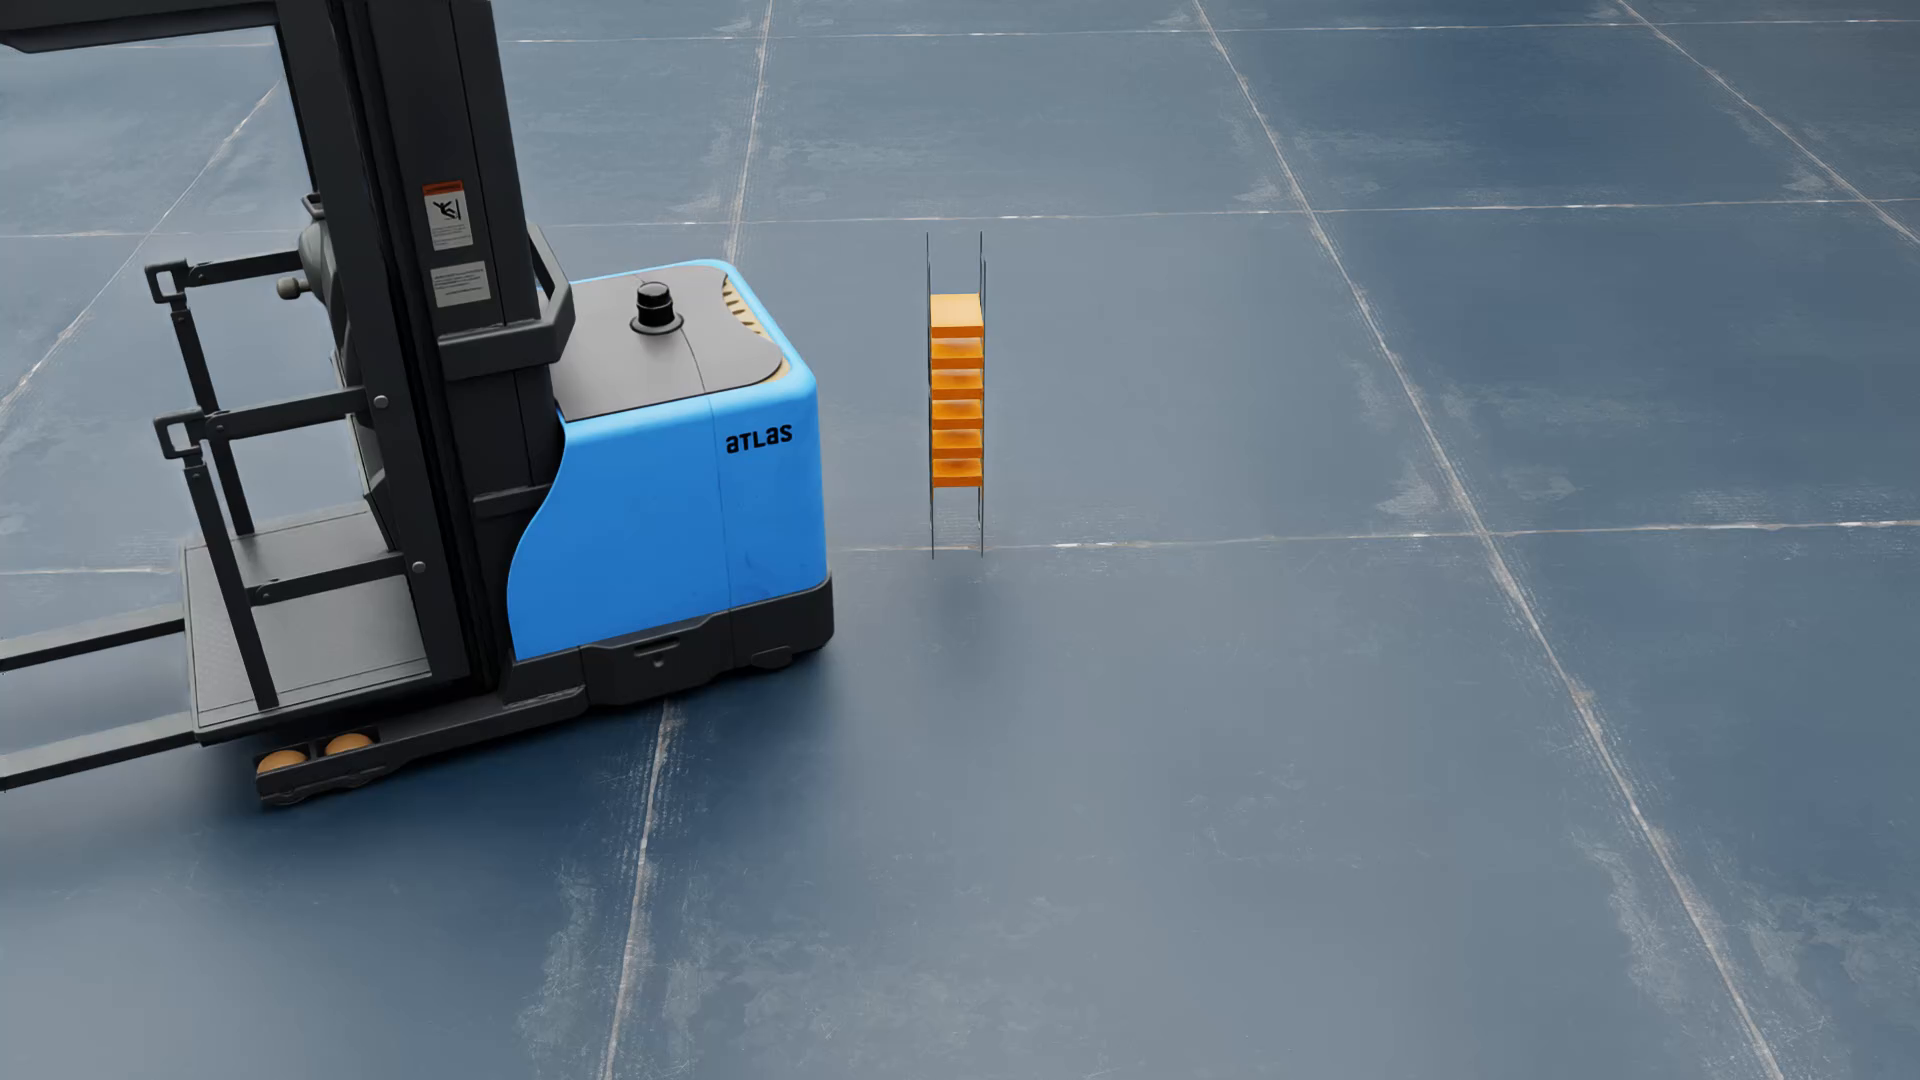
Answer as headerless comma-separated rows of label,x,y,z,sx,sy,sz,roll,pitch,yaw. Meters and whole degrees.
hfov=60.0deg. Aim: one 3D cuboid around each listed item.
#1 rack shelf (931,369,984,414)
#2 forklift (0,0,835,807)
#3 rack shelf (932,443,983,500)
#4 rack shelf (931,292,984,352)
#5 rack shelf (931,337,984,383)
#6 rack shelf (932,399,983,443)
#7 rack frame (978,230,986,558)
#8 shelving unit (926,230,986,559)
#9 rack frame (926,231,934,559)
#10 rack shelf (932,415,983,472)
rack shelf,-0.014,-0.555,5.865,0.180,0.103,0.258,-2,35,-2
forklift,-1.994,-0.739,4.742,3.031,2.935,1.130,-14,37,-19
rack shelf,-0.014,-0.259,6.070,0.180,0.103,0.258,-2,35,-2
rack shelf,-0.014,-0.752,5.728,0.180,0.103,0.258,-2,35,-2
rack shelf,-0.014,-0.654,5.797,0.180,0.103,0.258,-2,35,-2
rack shelf,-0.014,-0.456,5.933,0.180,0.103,0.258,-2,35,-2
rack frame,0.077,-0.495,5.912,0.006,1.200,0.240,-2,35,-2
shelving unit,-0.014,-0.493,5.908,0.189,1.200,0.258,-2,35,-2
rack frame,-0.106,-0.491,5.904,0.006,1.200,0.240,-2,35,-2
rack shelf,-0.014,-0.358,6.002,0.180,0.103,0.258,-2,35,-2
